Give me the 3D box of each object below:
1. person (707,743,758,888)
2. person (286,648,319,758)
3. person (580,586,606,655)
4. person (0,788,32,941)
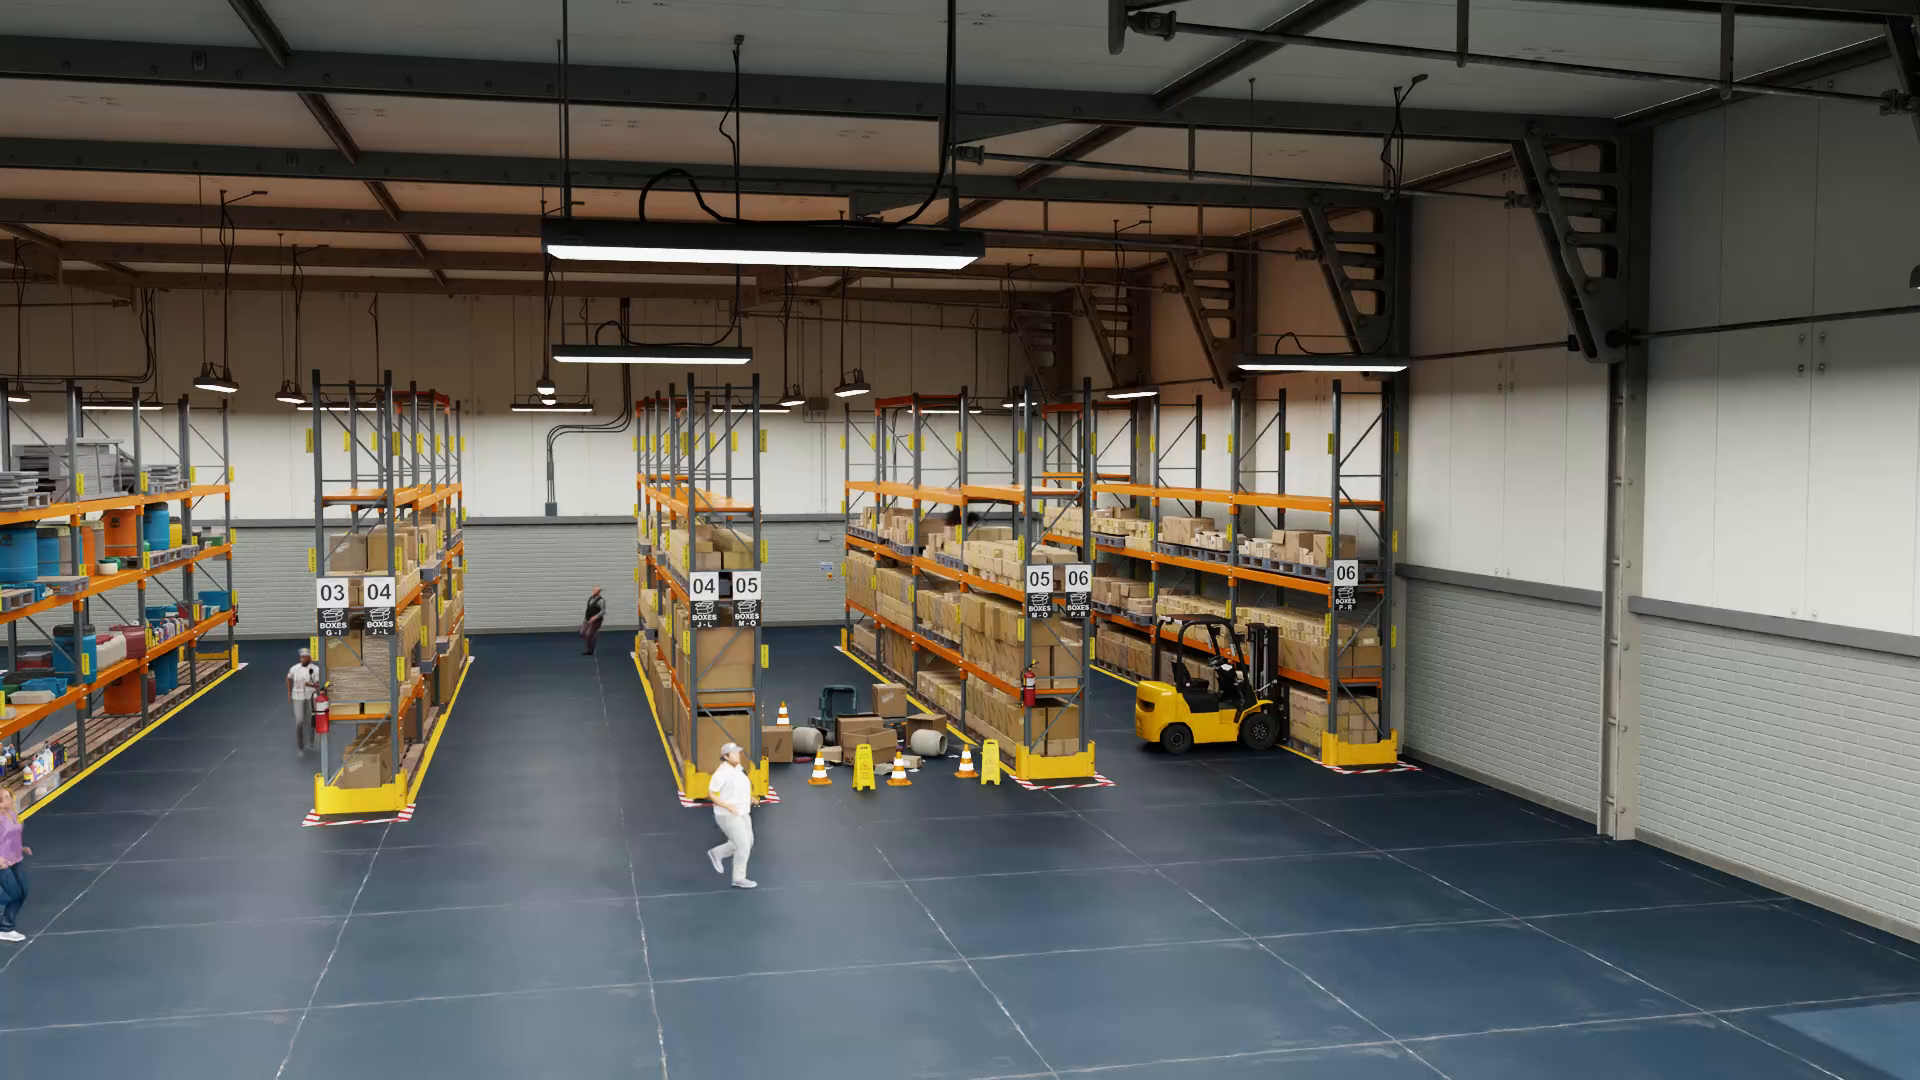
[{"bbox_3d":[-2.612,3.101,18.850,0.688,1.620,0.613,1,4,22],"label":"person"},{"bbox_3d":[-10.566,2.608,26.830,0.546,1.758,0.770,-1,4,-23],"label":"person"},{"bbox_3d":[-8.684,1.910,39.309,0.684,1.649,0.522,2,4,33],"label":"person"},{"bbox_3d":[-9.668,3.265,16.746,0.549,1.557,0.538,0,3,2],"label":"person"}]
